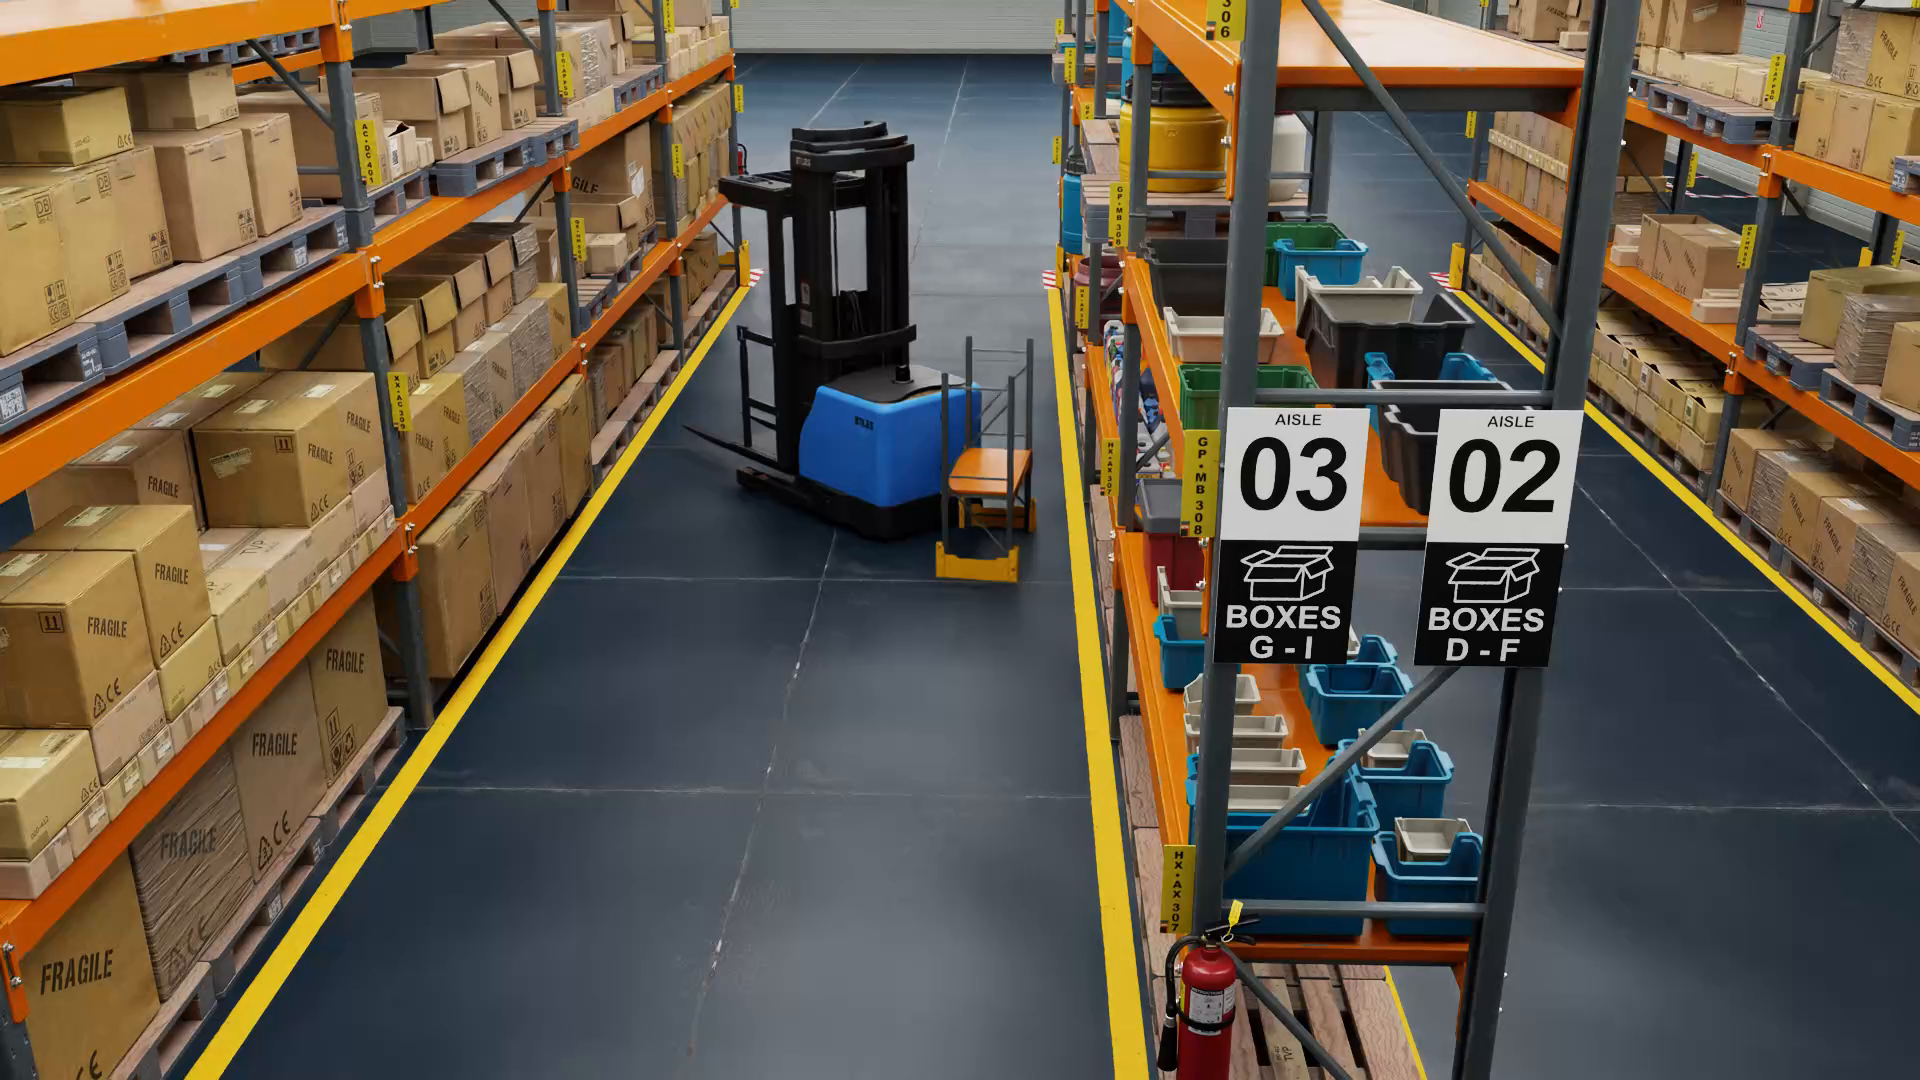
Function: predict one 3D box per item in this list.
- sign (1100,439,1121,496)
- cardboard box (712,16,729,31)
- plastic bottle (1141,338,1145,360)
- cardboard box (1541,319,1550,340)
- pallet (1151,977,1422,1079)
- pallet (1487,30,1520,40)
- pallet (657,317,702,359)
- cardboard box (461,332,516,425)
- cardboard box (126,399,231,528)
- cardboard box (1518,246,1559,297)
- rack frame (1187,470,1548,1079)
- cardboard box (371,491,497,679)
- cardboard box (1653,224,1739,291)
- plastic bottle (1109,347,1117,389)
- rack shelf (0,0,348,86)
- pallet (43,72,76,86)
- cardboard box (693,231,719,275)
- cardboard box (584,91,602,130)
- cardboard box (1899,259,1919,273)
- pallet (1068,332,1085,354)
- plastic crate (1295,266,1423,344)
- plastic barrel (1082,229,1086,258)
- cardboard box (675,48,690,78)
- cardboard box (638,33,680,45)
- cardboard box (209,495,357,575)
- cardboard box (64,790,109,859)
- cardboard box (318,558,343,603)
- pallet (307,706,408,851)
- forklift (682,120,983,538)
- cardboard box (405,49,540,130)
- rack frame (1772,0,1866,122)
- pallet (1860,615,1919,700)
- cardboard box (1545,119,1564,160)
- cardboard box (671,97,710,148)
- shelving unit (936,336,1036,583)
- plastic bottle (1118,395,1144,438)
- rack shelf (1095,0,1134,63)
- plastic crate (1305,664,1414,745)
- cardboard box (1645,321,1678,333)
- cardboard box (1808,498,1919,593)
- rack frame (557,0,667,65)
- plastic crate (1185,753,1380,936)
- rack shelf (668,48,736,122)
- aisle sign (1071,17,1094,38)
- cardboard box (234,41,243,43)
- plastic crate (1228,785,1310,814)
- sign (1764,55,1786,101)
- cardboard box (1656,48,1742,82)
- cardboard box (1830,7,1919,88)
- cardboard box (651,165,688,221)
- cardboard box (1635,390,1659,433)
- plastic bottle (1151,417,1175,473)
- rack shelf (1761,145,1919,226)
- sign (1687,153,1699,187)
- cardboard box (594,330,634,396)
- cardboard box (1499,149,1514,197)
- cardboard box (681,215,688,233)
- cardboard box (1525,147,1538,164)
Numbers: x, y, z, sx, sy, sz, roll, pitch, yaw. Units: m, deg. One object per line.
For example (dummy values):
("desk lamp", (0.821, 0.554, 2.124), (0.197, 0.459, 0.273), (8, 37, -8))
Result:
("sign", (0.815, -0.393, 9.013), (0.100, 0.325, 0.005), (1, 21, 2))
("cardboard box", (-2.918, -6.061, 19.513), (0.380, 0.149, 0.250), (1, 21, 2))
("plastic bottle", (1.302, -1.491, 12.397), (0.152, 0.276, 0.135), (1, 21, 2))
("cardboard box", (6.354, -2.178, 17.216), (0.500, 0.250, 0.500), (1, 21, 2))
("pallet", (1.307, 2.191, 6.590), (1.003, 0.211, 1.213), (1, 21, 2))
("pallet", (6.633, -5.642, 18.899), (1.003, 0.211, 1.213), (1, 21, 2))
("pallet", (-3.358, -2.148, 17.772), (1.003, 0.211, 1.213), (1, 21, 2))
("cardboard box", (-3.282, -1.072, 11.006), (0.500, 0.500, 0.500), (1, 21, 3))
("cardboard box", (-3.879, -0.382, 8.126), (0.500, 0.500, 0.500), (1, 21, 2))
("cardboard box", (6.393, -2.889, 18.012), (0.500, 0.500, 0.500), (1, 21, 2))
("rack frame", (1.243, 1.189, 5.318), (1.000, 3.000, 0.127), (1, 21, 2))
("cardboard box", (-3.587, 0.251, 10.091), (1.225, 0.875, 0.875), (1, 21, 2))
("cardboard box", (6.488, -2.492, 14.665), (0.500, 0.500, 0.500), (1, 21, 2))
("plastic bottle", (1.079, -1.198, 11.630), (0.061, 0.283, 0.133), (1, 21, 2))
("rack shelf", (-3.647, -1.864, 6.440), (1.077, 0.370, 4.000), (1, 21, 2))
("pallet", (-8.276, -4.273, 15.512), (0.805, 0.209, 1.217), (0, 21, -1))
("cardboard box", (-3.257, -3.455, 20.163), (0.500, 0.500, 0.500), (5, 22, 12))
("cardboard box", (-3.180, -3.439, 13.307), (0.500, 0.250, 0.500), (1, 21, 3))
("cardboard box", (11.521, -3.190, 19.711), (0.500, 0.311, 0.500), (-2, 21, -4))
("pallet", (1.670, -2.092, 17.629), (1.003, 0.211, 1.213), (1, 21, 2))
("plastic crate", (1.619, -0.952, 6.853), (0.437, 0.282, 0.530), (1, 21, 2))
("plastic barrel", (1.359, -2.870, 15.590), (0.433, 0.535, 0.433), (0, 21, 0))
("cardboard box", (-3.062, -4.884, 17.031), (0.500, 0.250, 0.500), (0, 21, 1))
("cardboard box", (-3.091, -5.117, 17.080), (0.380, 0.149, 0.250), (1, 21, 3))
("cardboard box", (-3.351, -0.031, 8.258), (0.500, 0.250, 0.500), (1, 21, 3))
("cardboard box", (-3.361, 1.034, 6.065), (0.380, 0.149, 0.250), (0, 21, 1))
("cardboard box", (-3.291, 0.198, 8.219), (0.380, 0.149, 0.250), (1, 21, 3))
("pallet", (-3.688, 1.262, 8.984), (1.003, 0.211, 1.213), (1, 21, 2))
("forklift", (-1.173, -1.837, 13.211), (1.130, 2.935, 3.031), (-18, 27, -38))
("cardboard box", (-3.411, -3.179, 11.706), (0.797, 0.503, 0.637), (2, 21, 5))
("rack frame", (6.437, -4.445, 11.544), (1.000, 3.000, 0.127), (1, 21, 2))
("pallet", (6.302, 0.804, 10.165), (1.003, 0.211, 1.213), (1, 21, 2))
("cardboard box", (6.596, -4.270, 17.455), (0.700, 0.500, 0.500), (1, 21, 2))
("cardboard box", (-3.042, -4.558, 18.198), (0.500, 0.500, 0.500), (1, 21, 2))
("shelving unit", (0.205, -0.604, 12.013), (0.587, 1.500, 1.083), (3, 21, 9))
("plastic bottle", (1.091, -0.793, 10.596), (0.152, 0.276, 0.135), (1, 21, 2))
("rack shelf", (1.425, -3.255, 10.026), (1.077, 0.370, 4.000), (1, 21, 2))
("plastic crate", (1.619, 0.677, 6.785), (0.416, 0.233, 0.300), (1, 21, 2))
("cardboard box", (6.823, -1.932, 15.806), (0.500, 0.311, 0.500), (1, 21, 3))
("cardboard box", (6.096, 0.033, 11.144), (0.500, 0.500, 0.500), (0, 21, 0))
("rack frame", (-3.343, -6.001, 15.556), (1.000, 3.000, 0.127), (1, 21, 2))
("plastic crate", (1.066, 1.021, 5.618), (0.616, 0.435, 0.499), (1, 21, 2))
("rack shelf", (-3.282, -4.991, 18.092), (1.077, 0.370, 4.000), (1, 21, 2))
("aisle sign", (1.439, -5.837, 19.833), (0.394, 0.787, 0.004), (1, 21, 2))
("cardboard box", (-7.910, -5.408, 17.801), (0.380, 0.149, 0.250), (1, 21, 2))
("plastic crate", (1.087, 0.987, 6.120), (0.396, 0.136, 0.243), (1, 21, 2))
("sign", (5.883, -3.333, 12.002), (0.100, 0.325, 0.005), (1, 21, 2))
("cardboard box", (6.516, -4.197, 14.679), (0.500, 0.250, 0.500), (-1, 21, -4))
("cardboard box", (6.417, -3.401, 11.481), (0.500, 0.500, 0.500), (1, 21, 2))
("cardboard box", (-3.267, -3.552, 16.986), (0.875, 0.500, 0.500), (1, 21, 2))
("cardboard box", (6.240, -1.123, 14.497), (0.500, 0.250, 0.500), (1, 21, 3))
("plastic bottle", (1.209, -0.569, 9.916), (0.144, 0.351, 0.185), (1, 21, 2))
("rack shelf", (6.376, -1.988, 10.353), (1.077, 0.370, 4.000), (1, 21, 2))
("sign", (7.101, -3.594, 16.155), (0.100, 0.325, 0.005), (1, 21, 2))
("cardboard box", (-3.433, -1.648, 15.476), (0.700, 0.500, 0.500), (-1, 21, -3))
("cardboard box", (6.642, -4.228, 19.141), (0.700, 0.500, 0.500), (1, 21, 3))
("cardboard box", (-3.015, -3.252, 17.111), (0.380, 0.149, 0.250), (1, 21, 2))
("cardboard box", (6.406, -4.194, 18.156), (0.380, 0.149, 0.250), (1, 21, 2))
